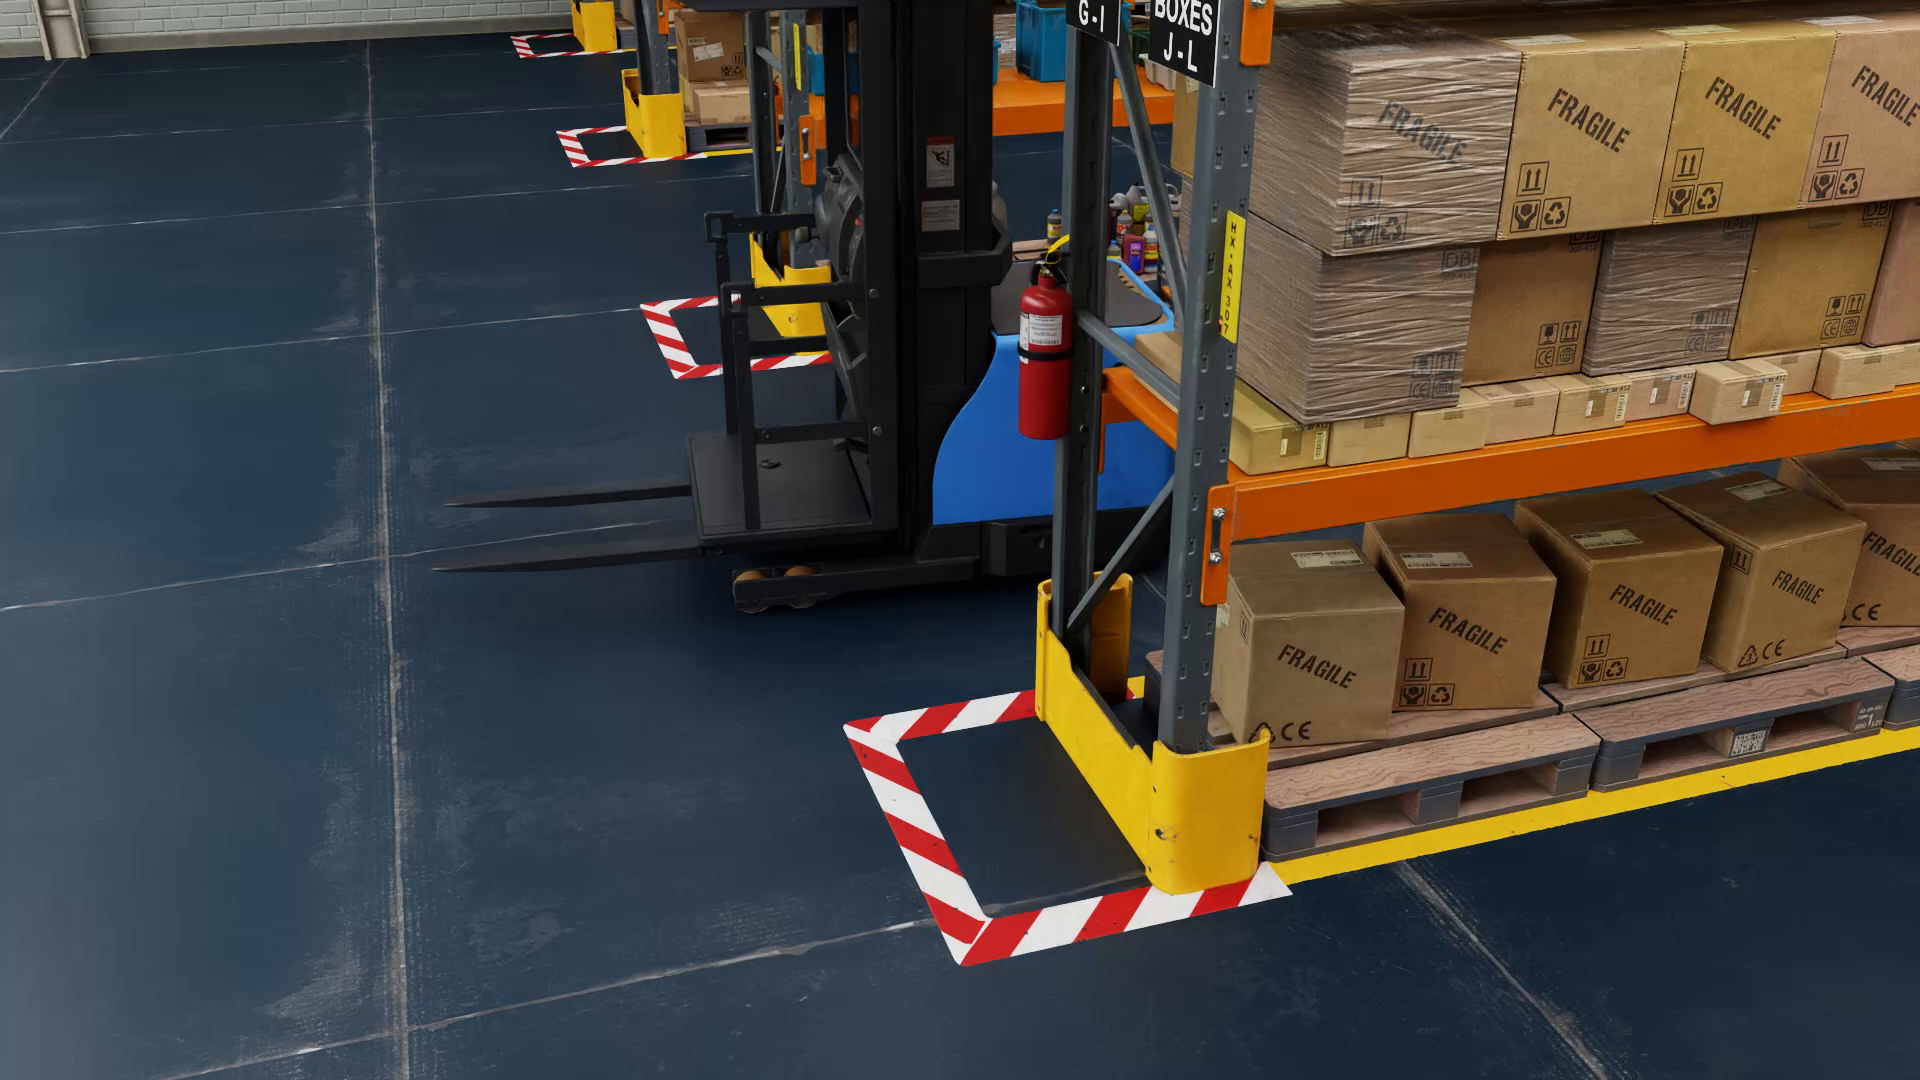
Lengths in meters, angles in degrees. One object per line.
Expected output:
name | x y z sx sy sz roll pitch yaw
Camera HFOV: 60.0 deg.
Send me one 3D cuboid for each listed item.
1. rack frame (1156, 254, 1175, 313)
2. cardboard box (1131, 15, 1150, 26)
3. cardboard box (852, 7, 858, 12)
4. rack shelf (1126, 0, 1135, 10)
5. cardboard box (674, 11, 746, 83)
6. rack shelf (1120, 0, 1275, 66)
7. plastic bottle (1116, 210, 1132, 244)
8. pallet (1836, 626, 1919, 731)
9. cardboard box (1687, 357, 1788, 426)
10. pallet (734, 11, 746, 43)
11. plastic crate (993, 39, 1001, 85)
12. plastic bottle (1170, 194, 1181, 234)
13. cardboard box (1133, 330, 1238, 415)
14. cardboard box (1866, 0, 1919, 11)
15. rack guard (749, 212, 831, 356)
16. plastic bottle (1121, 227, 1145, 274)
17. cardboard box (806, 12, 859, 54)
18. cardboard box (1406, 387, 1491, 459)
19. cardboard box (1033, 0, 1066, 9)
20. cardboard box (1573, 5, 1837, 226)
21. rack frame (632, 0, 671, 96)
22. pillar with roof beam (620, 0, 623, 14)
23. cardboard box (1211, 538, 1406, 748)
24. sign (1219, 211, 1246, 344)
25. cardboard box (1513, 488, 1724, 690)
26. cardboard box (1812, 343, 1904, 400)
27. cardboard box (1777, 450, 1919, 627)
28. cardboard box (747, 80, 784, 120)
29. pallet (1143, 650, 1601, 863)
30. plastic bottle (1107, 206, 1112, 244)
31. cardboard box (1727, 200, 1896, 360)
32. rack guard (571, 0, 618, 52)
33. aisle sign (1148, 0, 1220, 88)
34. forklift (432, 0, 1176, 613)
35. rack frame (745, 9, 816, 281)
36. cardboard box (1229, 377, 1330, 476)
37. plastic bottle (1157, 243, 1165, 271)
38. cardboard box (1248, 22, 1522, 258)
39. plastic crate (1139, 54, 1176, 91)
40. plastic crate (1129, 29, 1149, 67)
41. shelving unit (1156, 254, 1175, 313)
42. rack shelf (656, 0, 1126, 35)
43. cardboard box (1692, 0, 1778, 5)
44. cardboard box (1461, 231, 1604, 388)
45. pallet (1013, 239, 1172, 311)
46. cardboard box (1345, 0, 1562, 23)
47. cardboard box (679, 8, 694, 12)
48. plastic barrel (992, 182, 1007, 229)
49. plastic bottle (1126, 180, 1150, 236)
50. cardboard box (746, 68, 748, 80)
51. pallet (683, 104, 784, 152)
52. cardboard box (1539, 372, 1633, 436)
rack frame | 0.860 -0.609 7.128 0.015 1.200 0.240 -5 27 -10
cardboard box | 1.562 -4.639 15.210 0.500 0.311 0.500 -8 28 -16
cardboard box | -0.698 -4.407 14.531 0.500 0.500 0.500 -8 28 -16
rack shelf | 3.167 -5.207 15.175 4.000 0.370 1.077 -8 28 -16
cardboard box | -2.120 -4.195 14.104 0.500 0.500 0.500 -8 28 -16
rack shelf | 2.428 -1.811 4.960 4.000 0.370 1.077 -8 28 -16
plastic bottle | 1.039 -1.982 10.522 0.097 0.201 0.097 0 26 0
pallet | 3.702 0.291 6.426 1.213 0.211 1.003 -8 28 -16
cardboard box | 2.327 -0.506 5.178 0.250 0.149 0.380 -8 28 -16
pallet | -2.062 -5.822 18.740 1.213 0.211 1.003 -8 28 -16
plastic crate | -0.005 -2.824 9.733 0.408 0.251 0.499 -8 28 -16
plastic bottle | 1.386 -2.057 10.588 0.135 0.276 0.152 -8 28 -16
cardboard box | 0.733 -0.528 5.223 0.250 0.149 0.380 -8 28 -16
cardboard box | 3.036 -1.375 5.074 0.500 0.500 0.500 -8 28 -16
rack guard | -0.950 -1.519 9.748 0.348 0.500 1.175 -8 28 -16
plastic bottle | 1.034 -1.730 9.922 0.133 0.283 0.061 -8 27 -15
cardboard box | -1.013 -4.119 13.951 0.500 0.500 0.500 -8 28 -16
cardboard box | 1.357 -0.395 4.954 0.250 0.149 0.380 -8 28 -16
cardboard box | 0.728 -4.615 14.949 0.500 0.500 0.500 -8 28 -16
cardboard box | 2.086 -1.236 4.795 0.500 0.500 0.500 -8 28 -16
rack frame | -2.538 -4.703 13.350 0.127 3.000 1.000 -8 28 -16
pillar with roof beam | -2.345 -8.126 13.499 0.400 9.000 9.100 -8 28 -16
cardboard box | 1.125 0.338 5.534 0.500 0.500 0.500 -3 27 -7
sign | 0.694 -0.673 4.258 0.005 0.325 0.100 -8 28 -16
cardboard box | 2.284 0.163 5.886 0.500 0.500 0.500 -6 27 -11
cardboard box | 2.785 -0.598 5.364 0.250 0.149 0.380 -8 28 -16
cardboard box | 3.395 -0.013 6.242 0.500 0.500 0.500 0 26 0
cardboard box | -1.485 -3.710 13.970 0.500 0.250 0.500 -8 28 -16
pallet | 1.382 0.627 5.749 1.213 0.211 1.003 -8 28 -16
plastic bottle | 0.885 -2.005 10.476 0.133 0.283 0.061 -8 28 -16
cardboard box | 2.464 -0.990 5.425 0.500 0.500 0.875 -8 28 -16
rack guard | -4.003 -5.688 18.145 0.348 0.500 1.175 -8 28 -16
aisle sign | 0.560 -1.543 4.062 0.004 0.787 0.394 -8 28 -16
forklift | -0.652 -1.276 6.524 3.031 2.935 1.130 -5 27 -10
rack frame | -1.008 -2.608 9.131 0.127 3.000 1.000 -8 28 -16
cardboard box | 0.871 -0.340 4.844 0.250 0.149 0.380 -8 28 -16
plastic bottle | 1.234 -1.762 10.000 0.097 0.271 0.097 0 26 0
cardboard box | 1.134 -1.101 4.522 0.500 0.500 0.500 -8 28 -16
plastic crate | 1.330 -2.710 9.633 0.437 0.136 0.530 -8 28 -16
plastic crate | 1.418 -2.997 10.151 0.662 0.188 0.450 -8 28 -16
shelving unit | 1.099 -0.631 7.171 0.503 1.200 0.258 -5 27 -10
rack shelf | -0.636 -4.656 14.065 4.000 0.370 1.077 -8 28 -16
cardboard box | 2.401 -1.525 5.377 0.500 0.500 0.500 -8 28 -16
cardboard box | 1.496 -0.876 5.194 0.500 0.500 0.875 -8 28 -16
pallet | 0.982 -1.666 10.368 1.213 0.211 1.003 -8 28 -16
cardboard box | 1.446 -1.392 5.108 0.500 0.500 0.500 -8 28 -16
cardboard box | -2.848 -5.926 18.342 0.500 0.311 0.500 -6 27 -12
plastic barrel | 0.071 -1.874 9.977 0.421 0.512 0.421 0 26 0
plastic bottle | 1.139 -2.124 10.639 0.185 0.351 0.144 -7 27 -14
cardboard box | -1.648 -3.932 14.418 0.500 0.250 0.500 -8 28 -16
pallet | -1.824 -3.577 14.218 1.213 0.211 1.003 -8 28 -16
cardboard box | 1.828 -0.469 5.104 0.250 0.149 0.380 -8 28 -16
